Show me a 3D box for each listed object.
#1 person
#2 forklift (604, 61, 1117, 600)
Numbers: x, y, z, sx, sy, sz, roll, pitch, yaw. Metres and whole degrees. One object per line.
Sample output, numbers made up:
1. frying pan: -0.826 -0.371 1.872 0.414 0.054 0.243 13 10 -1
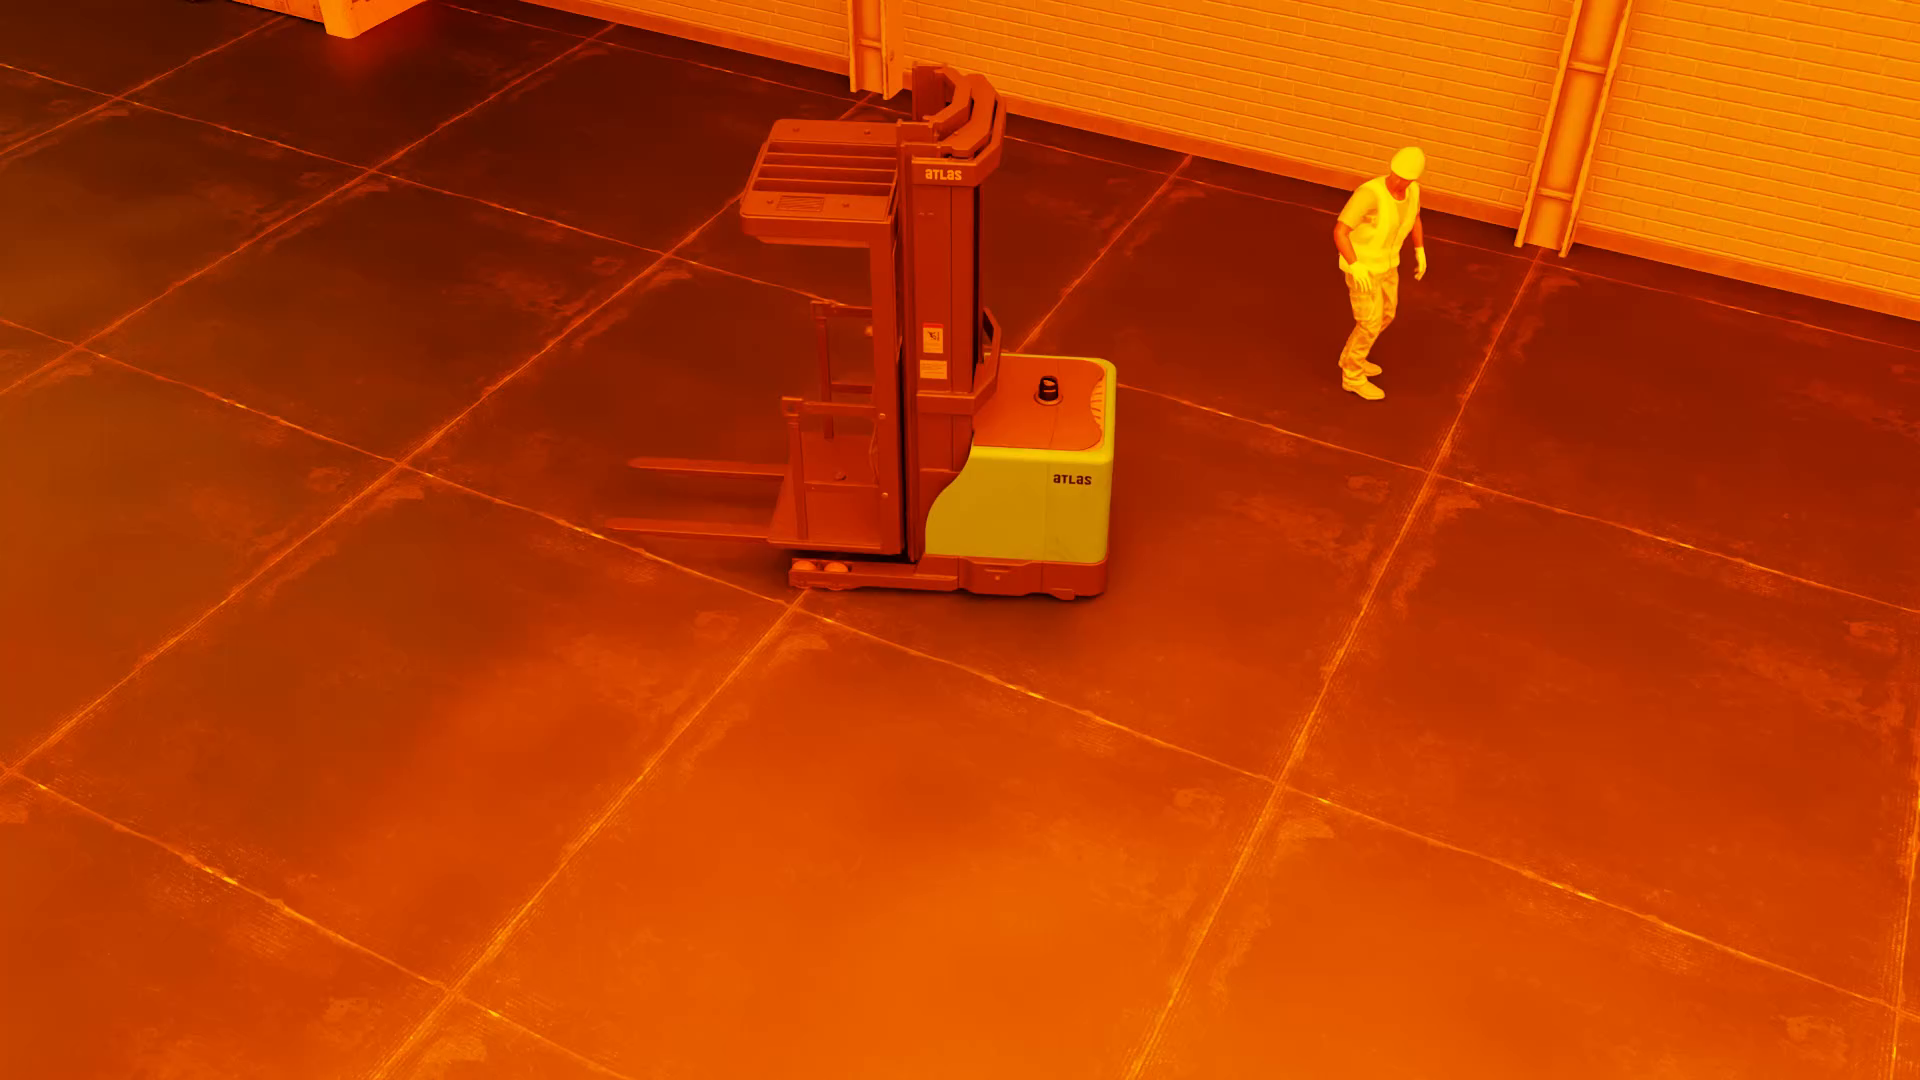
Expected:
1. person: 2.770 -1.831 11.049 0.559 1.789 0.365 -31 49 -31
2. forklift: -0.606 -1.157 9.360 3.031 2.935 1.130 3 40 4
